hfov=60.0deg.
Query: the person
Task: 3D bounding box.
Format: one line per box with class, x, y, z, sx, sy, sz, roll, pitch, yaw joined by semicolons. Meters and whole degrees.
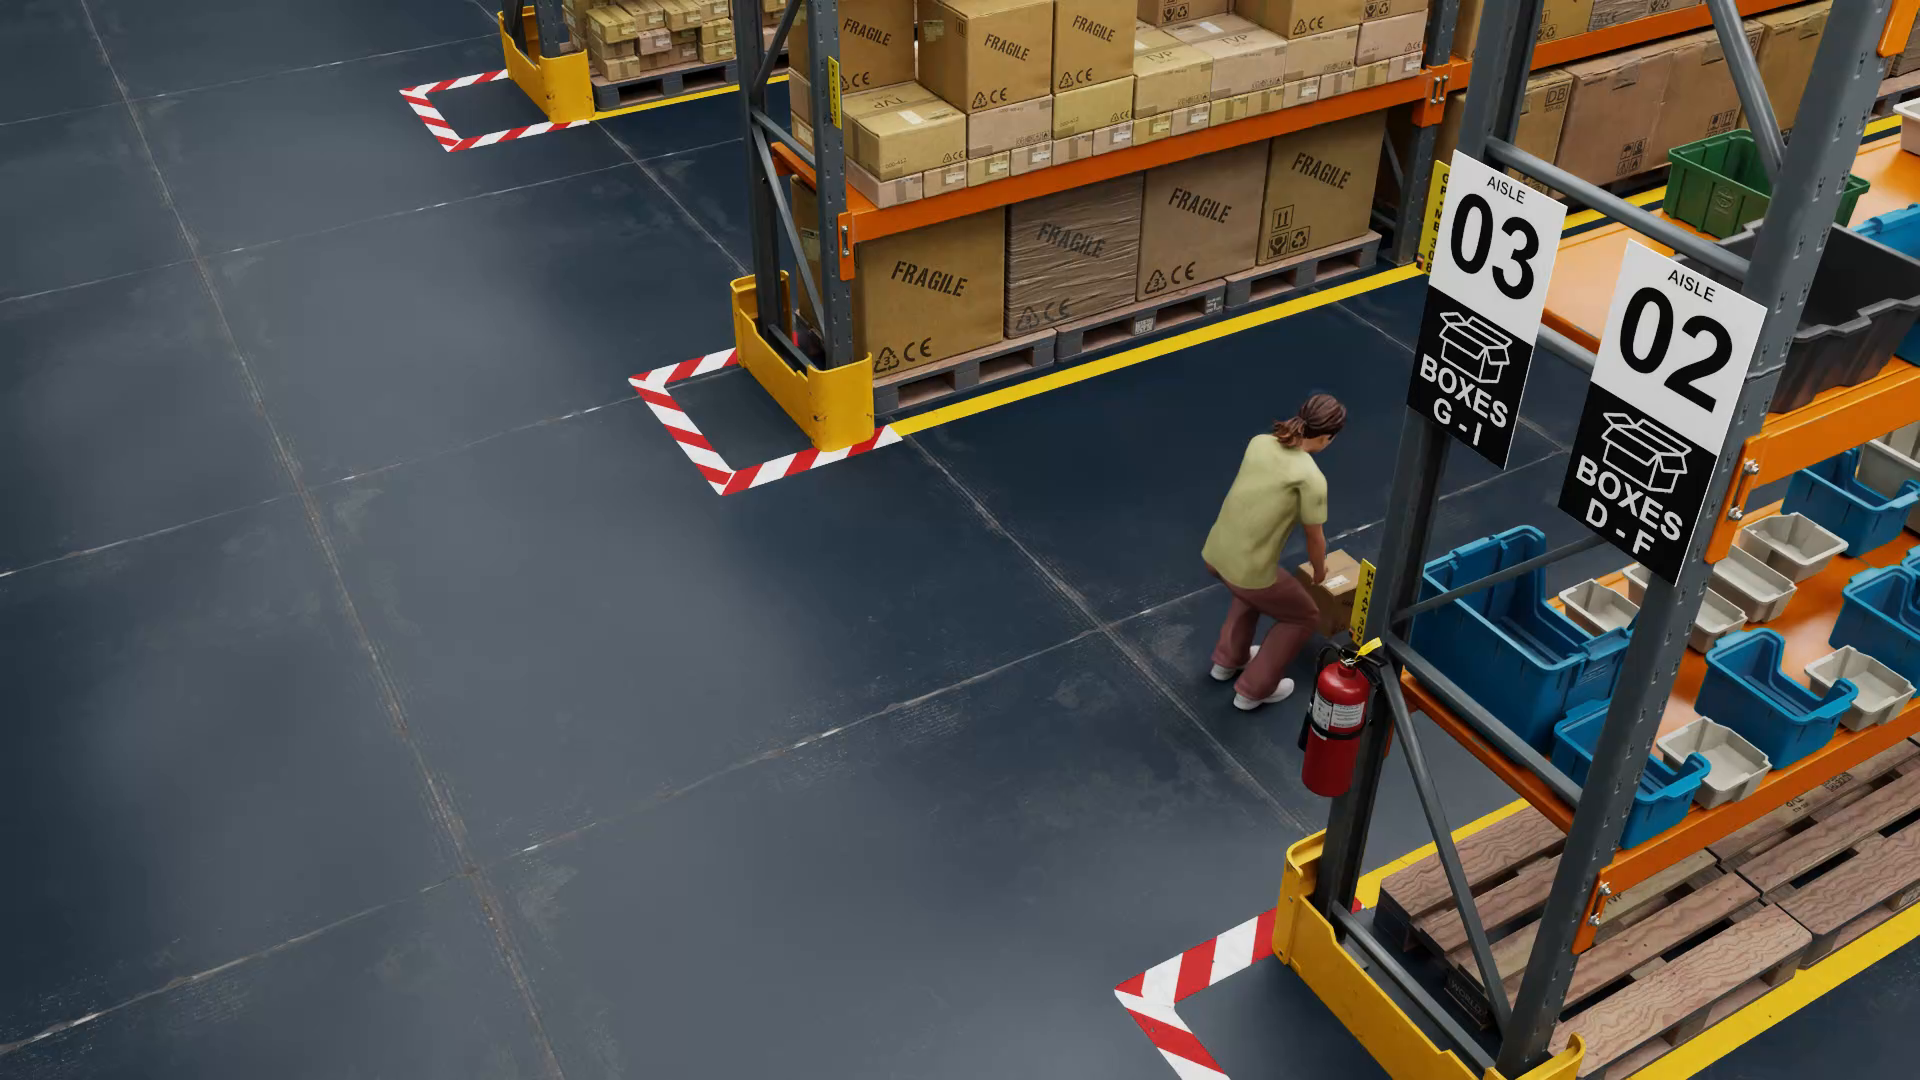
person;1.309;0.048;7.084;0.615;1.418;0.508;-19;41;-23
